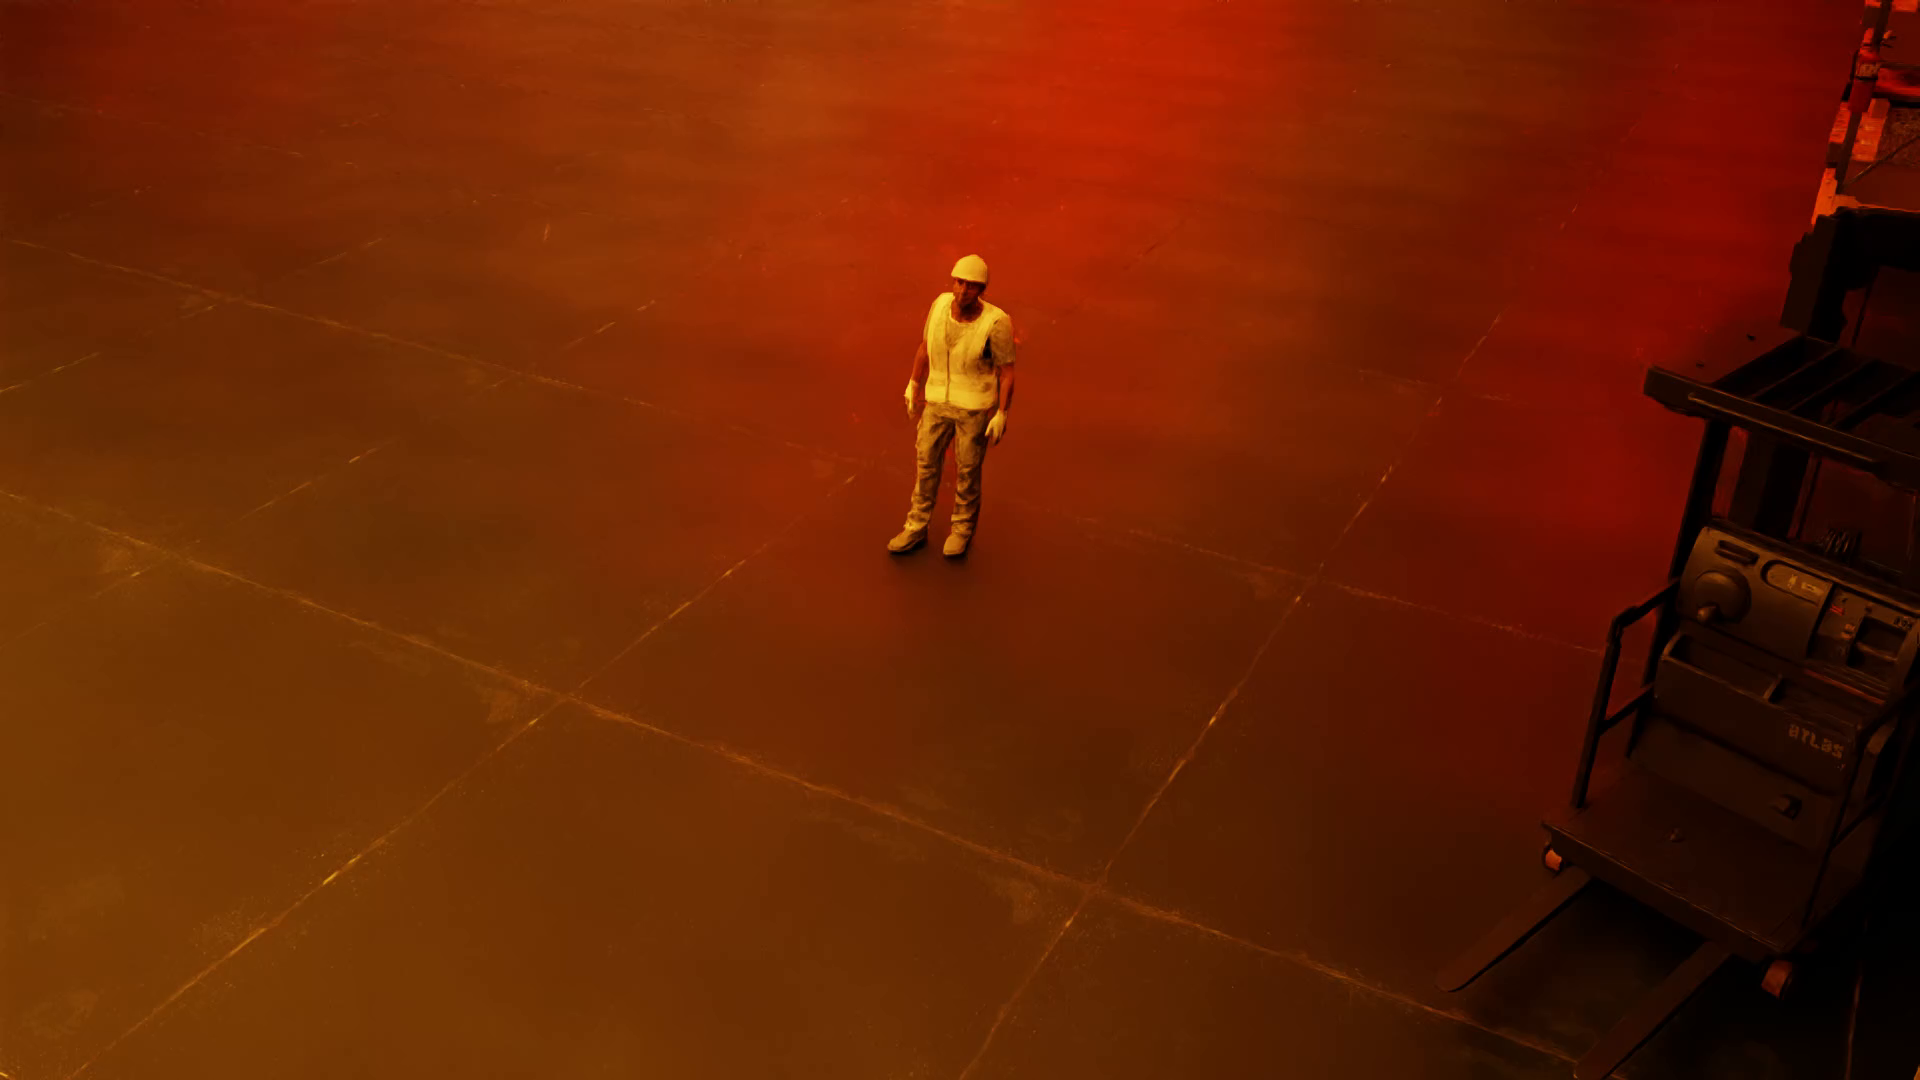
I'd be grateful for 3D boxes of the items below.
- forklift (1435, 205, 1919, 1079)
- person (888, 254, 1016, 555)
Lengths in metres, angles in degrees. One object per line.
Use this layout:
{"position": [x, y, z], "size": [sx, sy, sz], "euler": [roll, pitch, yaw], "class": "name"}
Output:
{"position": [3.223, 0.298, 6.554], "size": [3.031, 2.935, 1.130], "euler": [-24, 37, -35], "class": "forklift"}
{"position": [-0.042, -0.749, 9.502], "size": [0.655, 1.782, 0.576], "euler": [15, 33, 25], "class": "person"}
